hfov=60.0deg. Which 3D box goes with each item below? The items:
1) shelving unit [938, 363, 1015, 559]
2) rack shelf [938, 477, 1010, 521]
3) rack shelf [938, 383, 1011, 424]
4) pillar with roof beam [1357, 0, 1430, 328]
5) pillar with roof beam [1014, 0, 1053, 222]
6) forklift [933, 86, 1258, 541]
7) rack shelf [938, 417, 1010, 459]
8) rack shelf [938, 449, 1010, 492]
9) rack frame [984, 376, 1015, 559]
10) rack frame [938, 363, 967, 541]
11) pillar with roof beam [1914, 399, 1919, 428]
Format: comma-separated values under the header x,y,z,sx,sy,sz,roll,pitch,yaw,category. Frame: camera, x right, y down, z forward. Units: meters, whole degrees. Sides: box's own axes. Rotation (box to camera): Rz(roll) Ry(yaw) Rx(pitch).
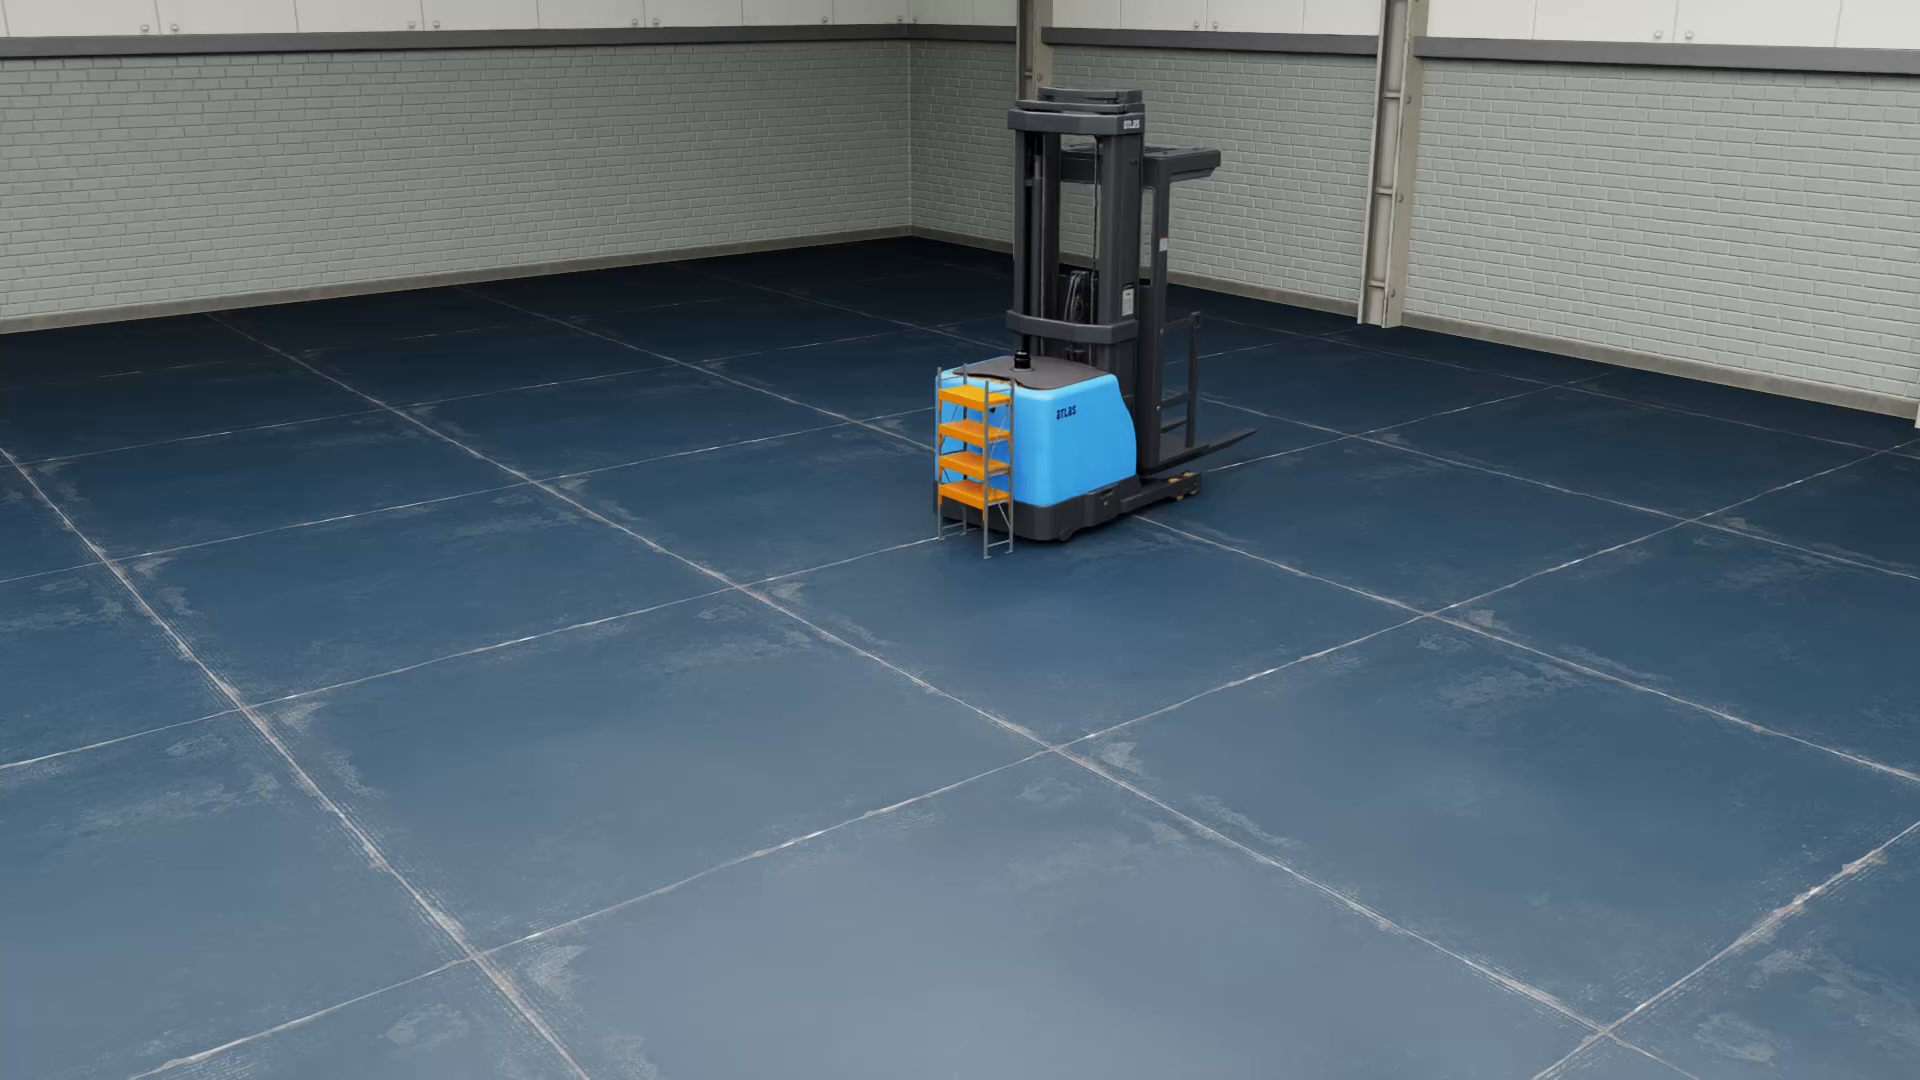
x,y,z,sx,sy,sz,roll,pitch,yaw,category
0.102,-0.529,11.050,0.258,1.200,0.503,-14,23,-37,shelving unit
0.102,-0.276,11.133,0.258,0.148,0.480,-14,23,-37,rack shelf
0.102,-0.902,10.926,0.258,0.148,0.480,-14,23,-37,rack shelf
1.344,-5.862,14.749,9.100,9.000,0.400,-14,23,-36,pillar with roof beam
-2.381,-7.340,19.214,9.100,9.000,0.400,-14,23,-36,pillar with roof beam
1.150,-1.773,12.055,1.130,2.935,3.031,15,24,38,forklift
0.102,-0.677,11.001,0.258,0.148,0.480,-14,23,-37,rack shelf
0.102,-0.465,11.071,0.258,0.148,0.480,-14,23,-37,rack shelf
0.255,-0.469,10.869,0.240,1.200,0.015,-14,23,-37,rack frame
-0.051,-0.588,11.230,0.240,1.200,0.015,-14,23,-37,rack frame
5.070,-4.383,10.284,9.100,9.000,0.400,-14,23,-36,pillar with roof beam
